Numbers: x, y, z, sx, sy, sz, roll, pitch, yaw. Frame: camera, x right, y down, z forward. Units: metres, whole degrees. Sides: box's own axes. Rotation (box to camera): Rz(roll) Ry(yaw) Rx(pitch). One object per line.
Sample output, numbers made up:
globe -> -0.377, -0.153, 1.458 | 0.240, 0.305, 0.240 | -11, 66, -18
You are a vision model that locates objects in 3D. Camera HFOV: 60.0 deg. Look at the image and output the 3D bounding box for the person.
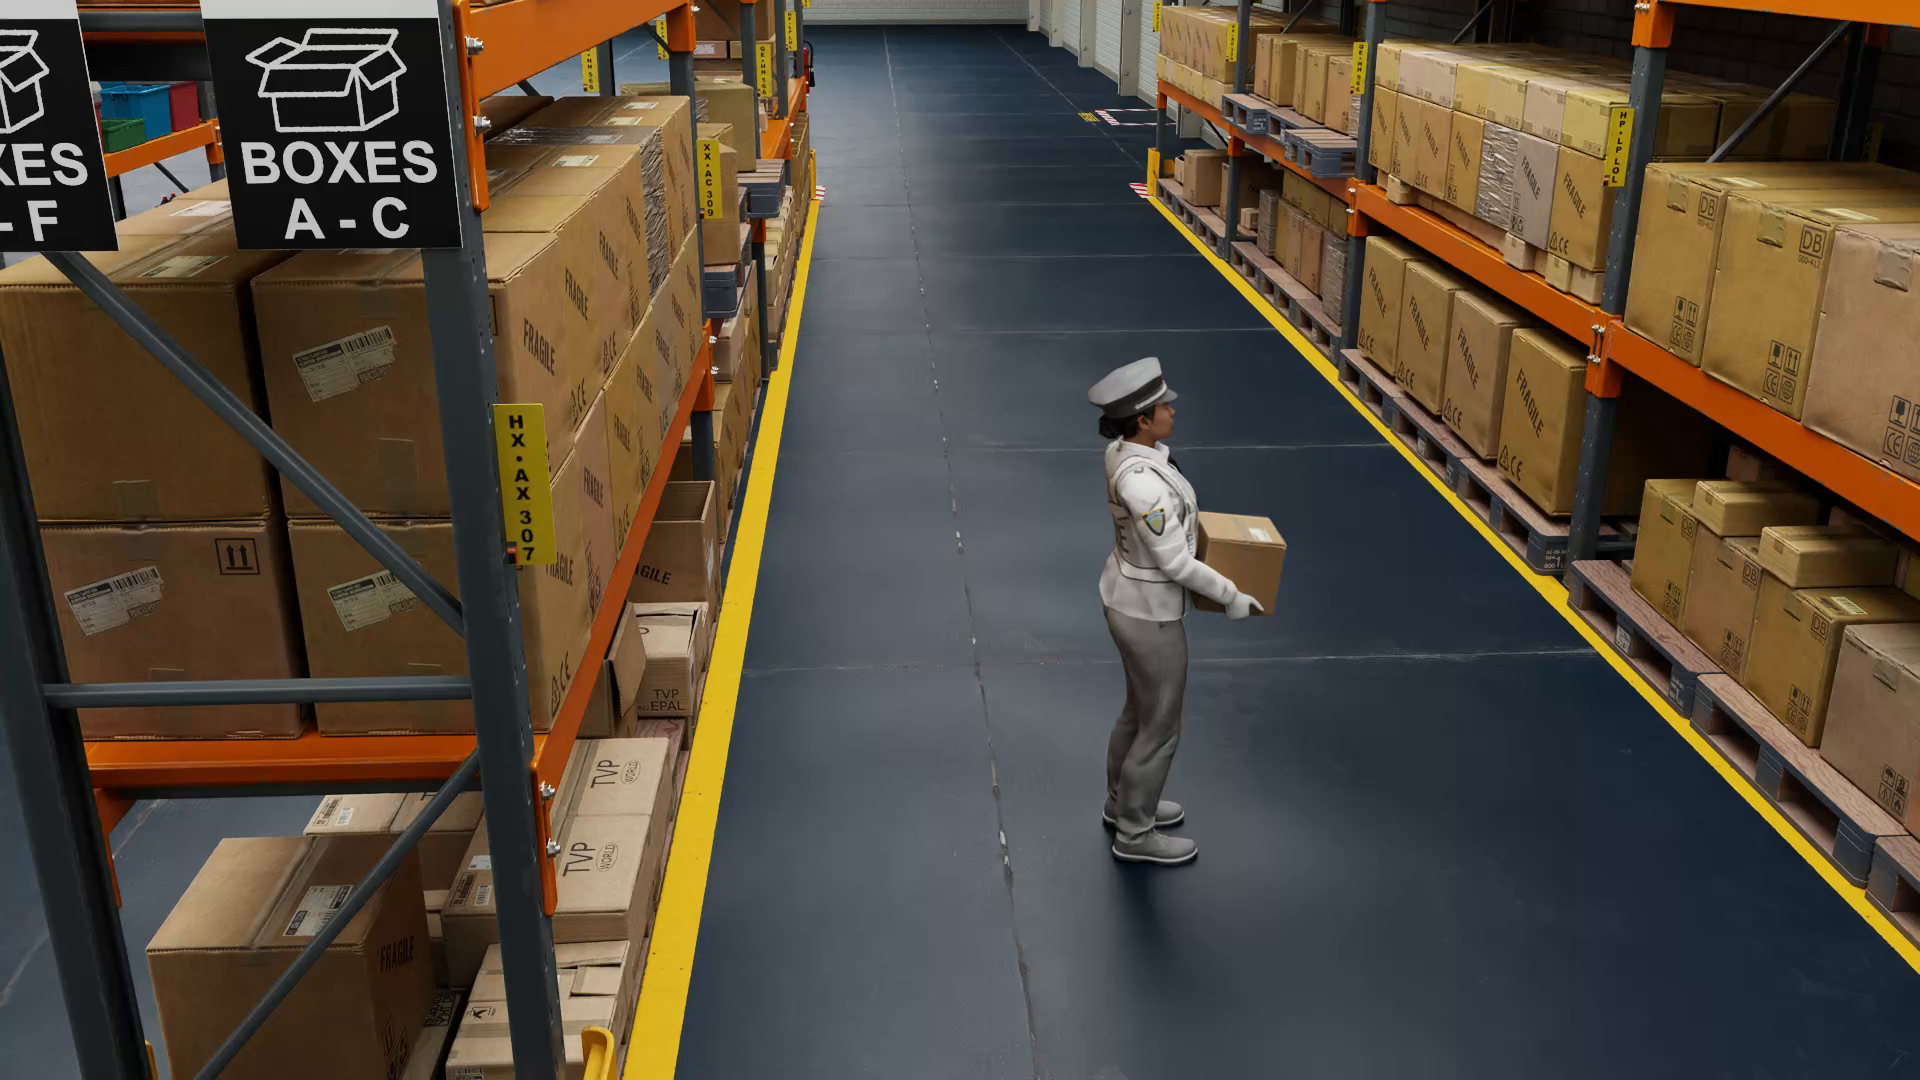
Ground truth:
person -> 0.680, 0.232, 5.421 | 0.556, 1.686, 0.459 | -1, 21, -2
